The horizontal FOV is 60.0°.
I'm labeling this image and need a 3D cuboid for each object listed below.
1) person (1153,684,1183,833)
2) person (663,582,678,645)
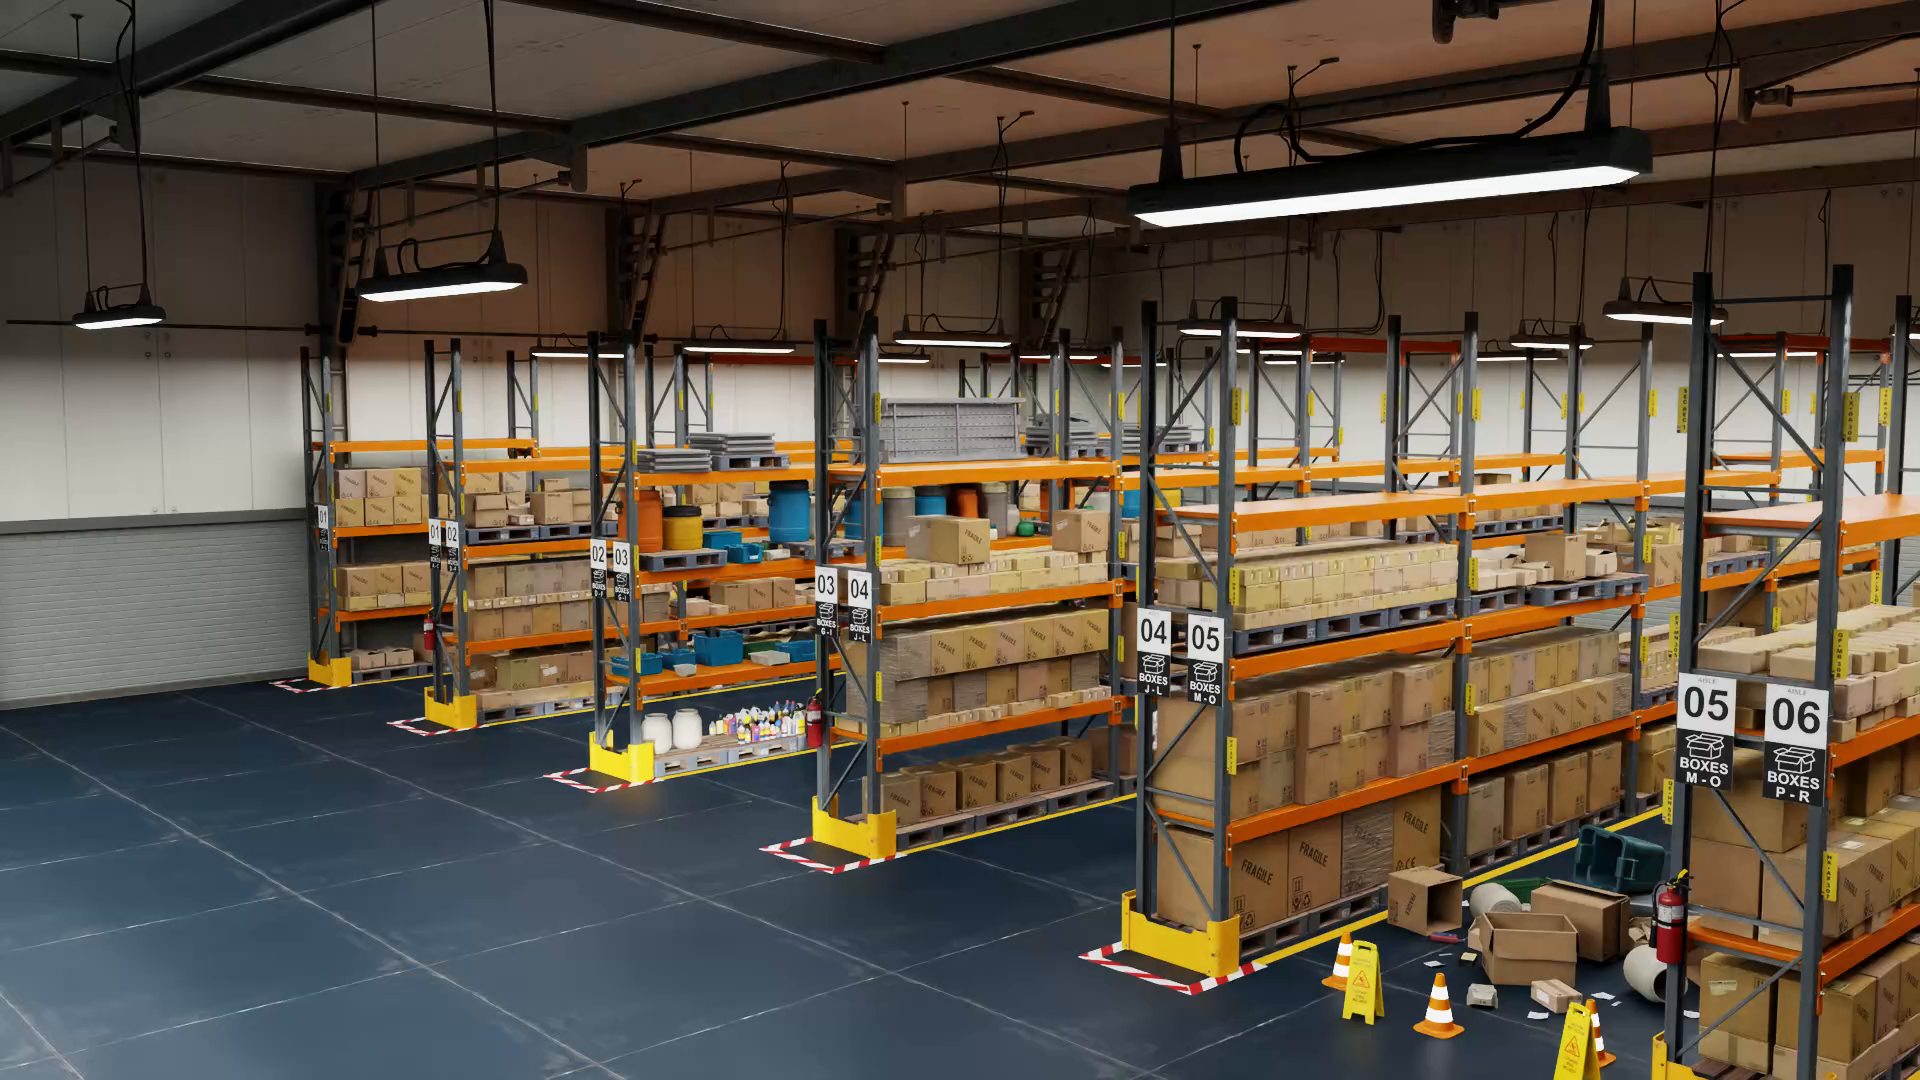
[{"bbox_3d":[2.449,2.634,19.513,0.559,1.857,0.695,-2,5,-17],"label":"person"},{"bbox_3d":[-5.558,1.460,31.988,0.479,1.775,0.588,-1,5,-6],"label":"person"}]
